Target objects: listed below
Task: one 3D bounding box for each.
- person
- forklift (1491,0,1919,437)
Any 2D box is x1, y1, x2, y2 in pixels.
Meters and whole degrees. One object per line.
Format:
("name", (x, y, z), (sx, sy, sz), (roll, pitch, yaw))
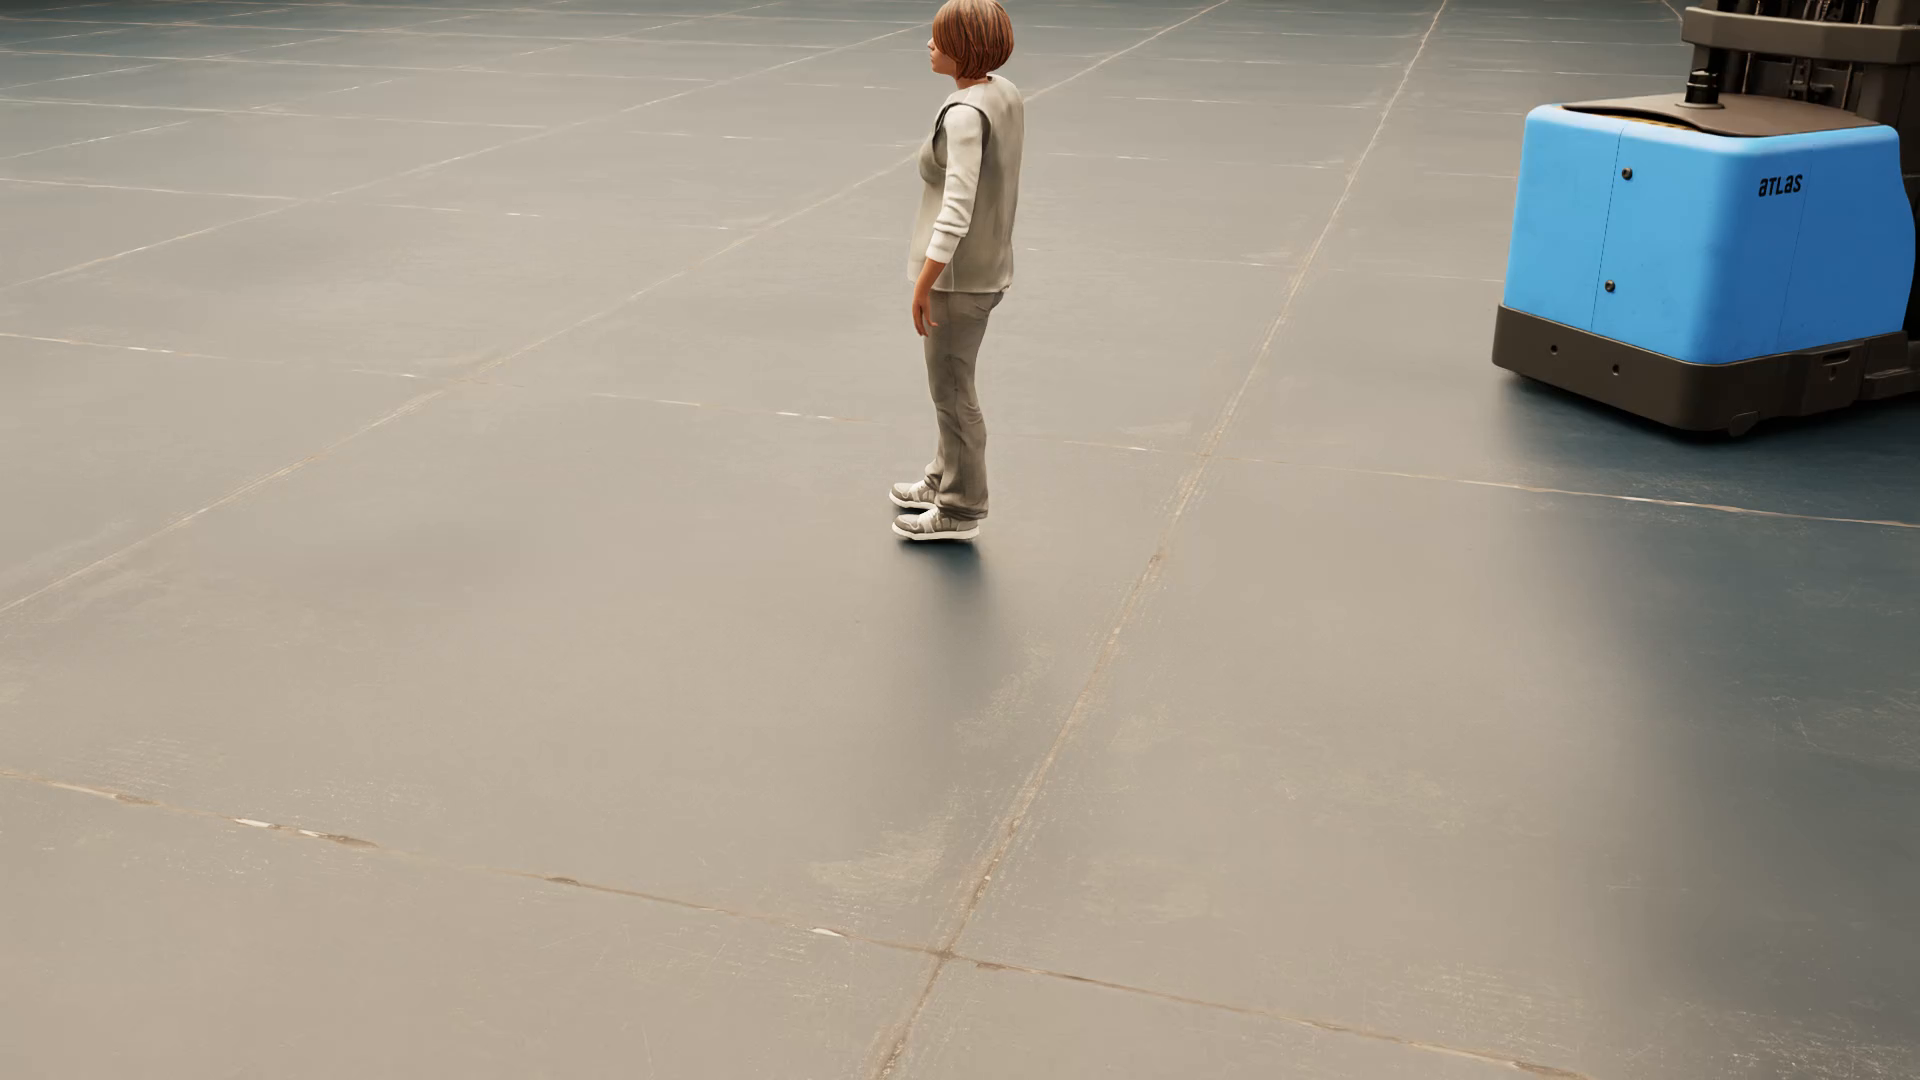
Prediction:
("person", (-0.067, -0.759, 4.846), (0.473, 1.599, 0.520), (7, 23, 16))
("forklift", (3.677, -2.100, 6.365), (3.031, 2.935, 1.130), (-11, 25, -25))
